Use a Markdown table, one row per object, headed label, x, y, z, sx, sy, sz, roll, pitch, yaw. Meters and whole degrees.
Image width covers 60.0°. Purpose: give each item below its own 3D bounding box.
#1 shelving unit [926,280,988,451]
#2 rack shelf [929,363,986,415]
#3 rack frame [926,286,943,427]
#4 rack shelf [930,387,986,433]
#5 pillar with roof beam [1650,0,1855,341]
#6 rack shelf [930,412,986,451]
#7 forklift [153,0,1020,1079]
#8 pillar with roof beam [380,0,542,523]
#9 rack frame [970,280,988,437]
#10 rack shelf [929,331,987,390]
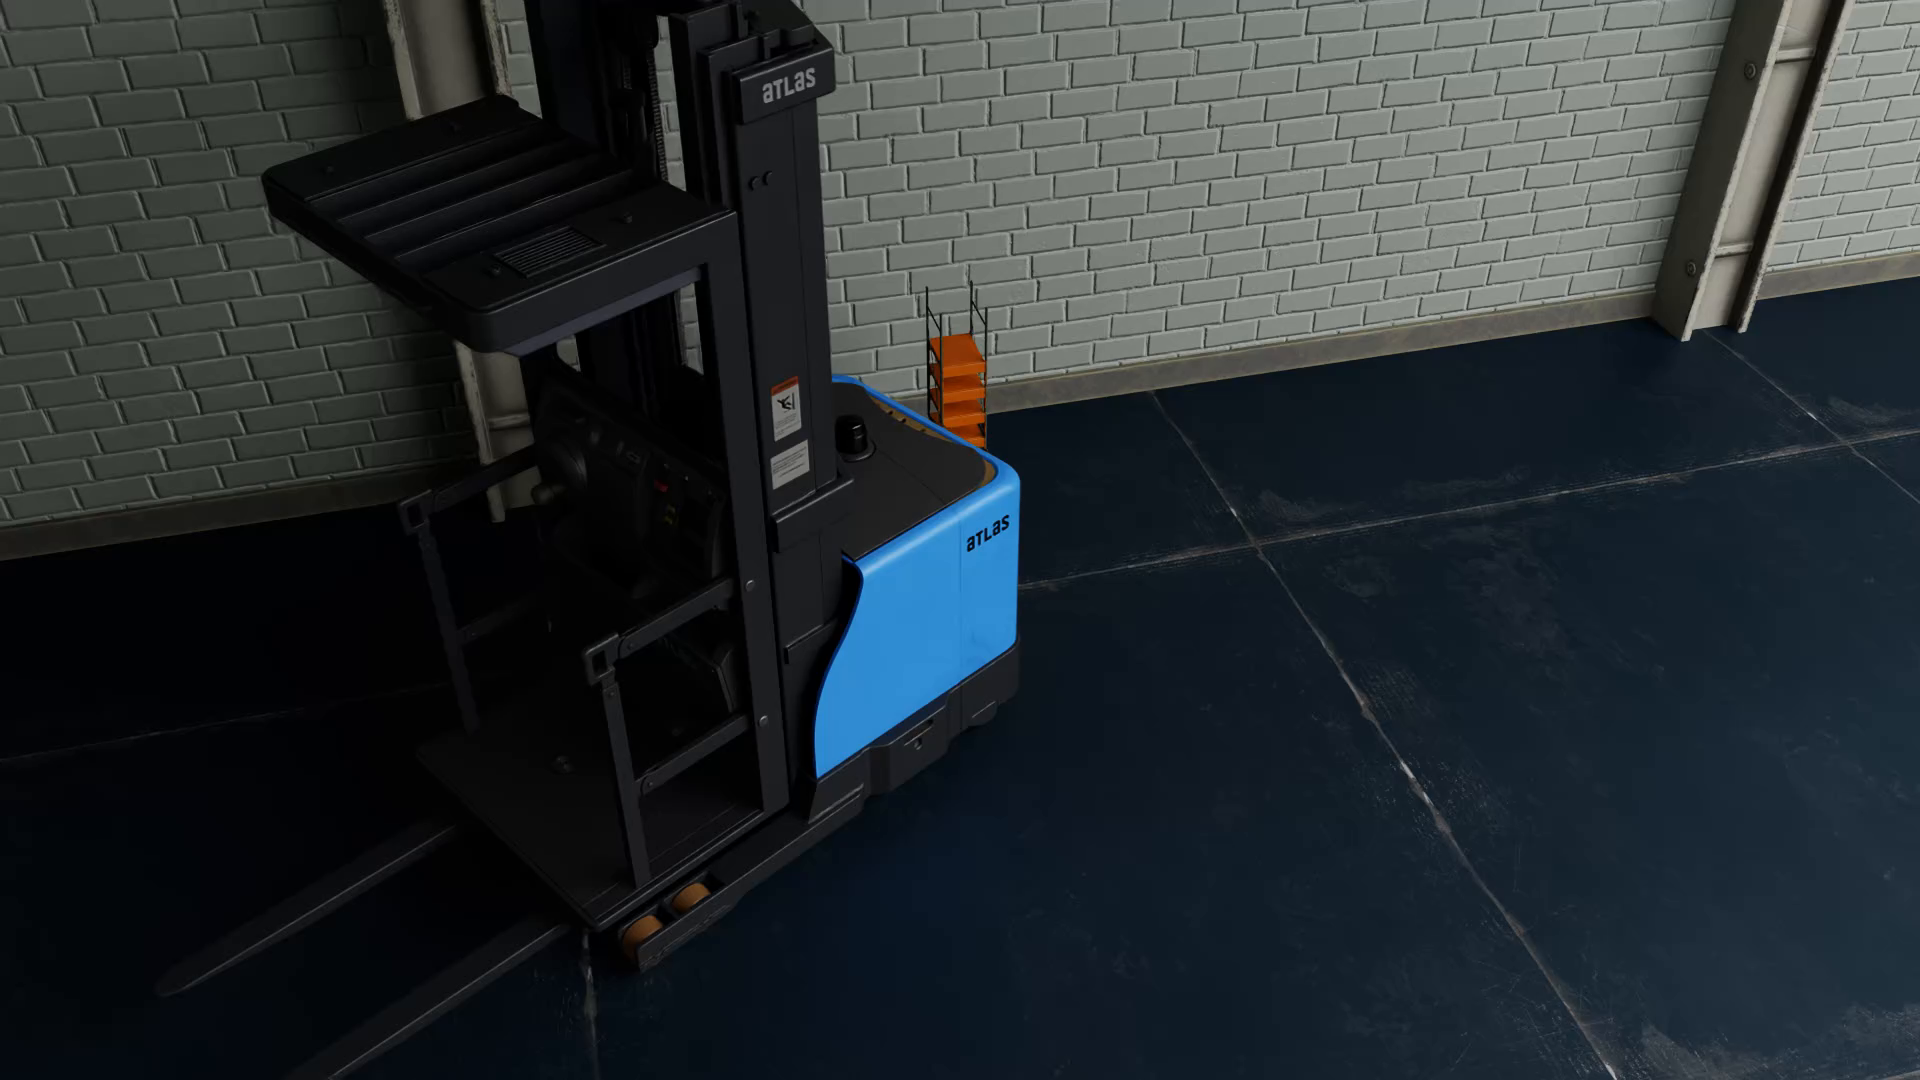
| label | x | y | z | sx | sy | sz | roll | pitch | yaw |
| --- | --- | --- | --- | --- | --- | --- | --- | --- | --- |
| shelving unit | -0.014 | -0.474 | 6.882 | 0.189 | 1.200 | 0.258 | -9 | 38 | -12 |
| rack shelf | -0.014 | -0.630 | 6.764 | 0.180 | 0.103 | 0.258 | -9 | 38 | -12 |
| rack frame | -0.102 | -0.460 | 6.864 | 0.006 | 1.200 | 0.240 | -9 | 38 | -12 |
| rack shelf | -0.014 | -0.534 | 6.837 | 0.180 | 0.103 | 0.258 | -9 | 38 | -12 |
| pillar with roof beam | 4.997 | -2.197 | 2.715 | 0.400 | 9.000 | 9.100 | -9 | 38 | -12 |
| rack shelf | -0.014 | -0.439 | 6.909 | 0.180 | 0.103 | 0.258 | -9 | 38 | -12 |
| forklift | -1.171 | -0.126 | 5.003 | 1.130 | 2.935 | 3.031 | 31 | 47 | 34 |
| pillar with roof beam | -0.796 | -1.246 | 1.473 | 0.400 | 9.000 | 9.100 | -9 | 38 | -12 |
| rack frame | 0.074 | -0.489 | 6.901 | 0.006 | 1.200 | 0.240 | -9 | 38 | -12 |
| rack shelf | -0.014 | -0.725 | 6.691 | 0.180 | 0.103 | 0.258 | -9 | 38 | -12 |
